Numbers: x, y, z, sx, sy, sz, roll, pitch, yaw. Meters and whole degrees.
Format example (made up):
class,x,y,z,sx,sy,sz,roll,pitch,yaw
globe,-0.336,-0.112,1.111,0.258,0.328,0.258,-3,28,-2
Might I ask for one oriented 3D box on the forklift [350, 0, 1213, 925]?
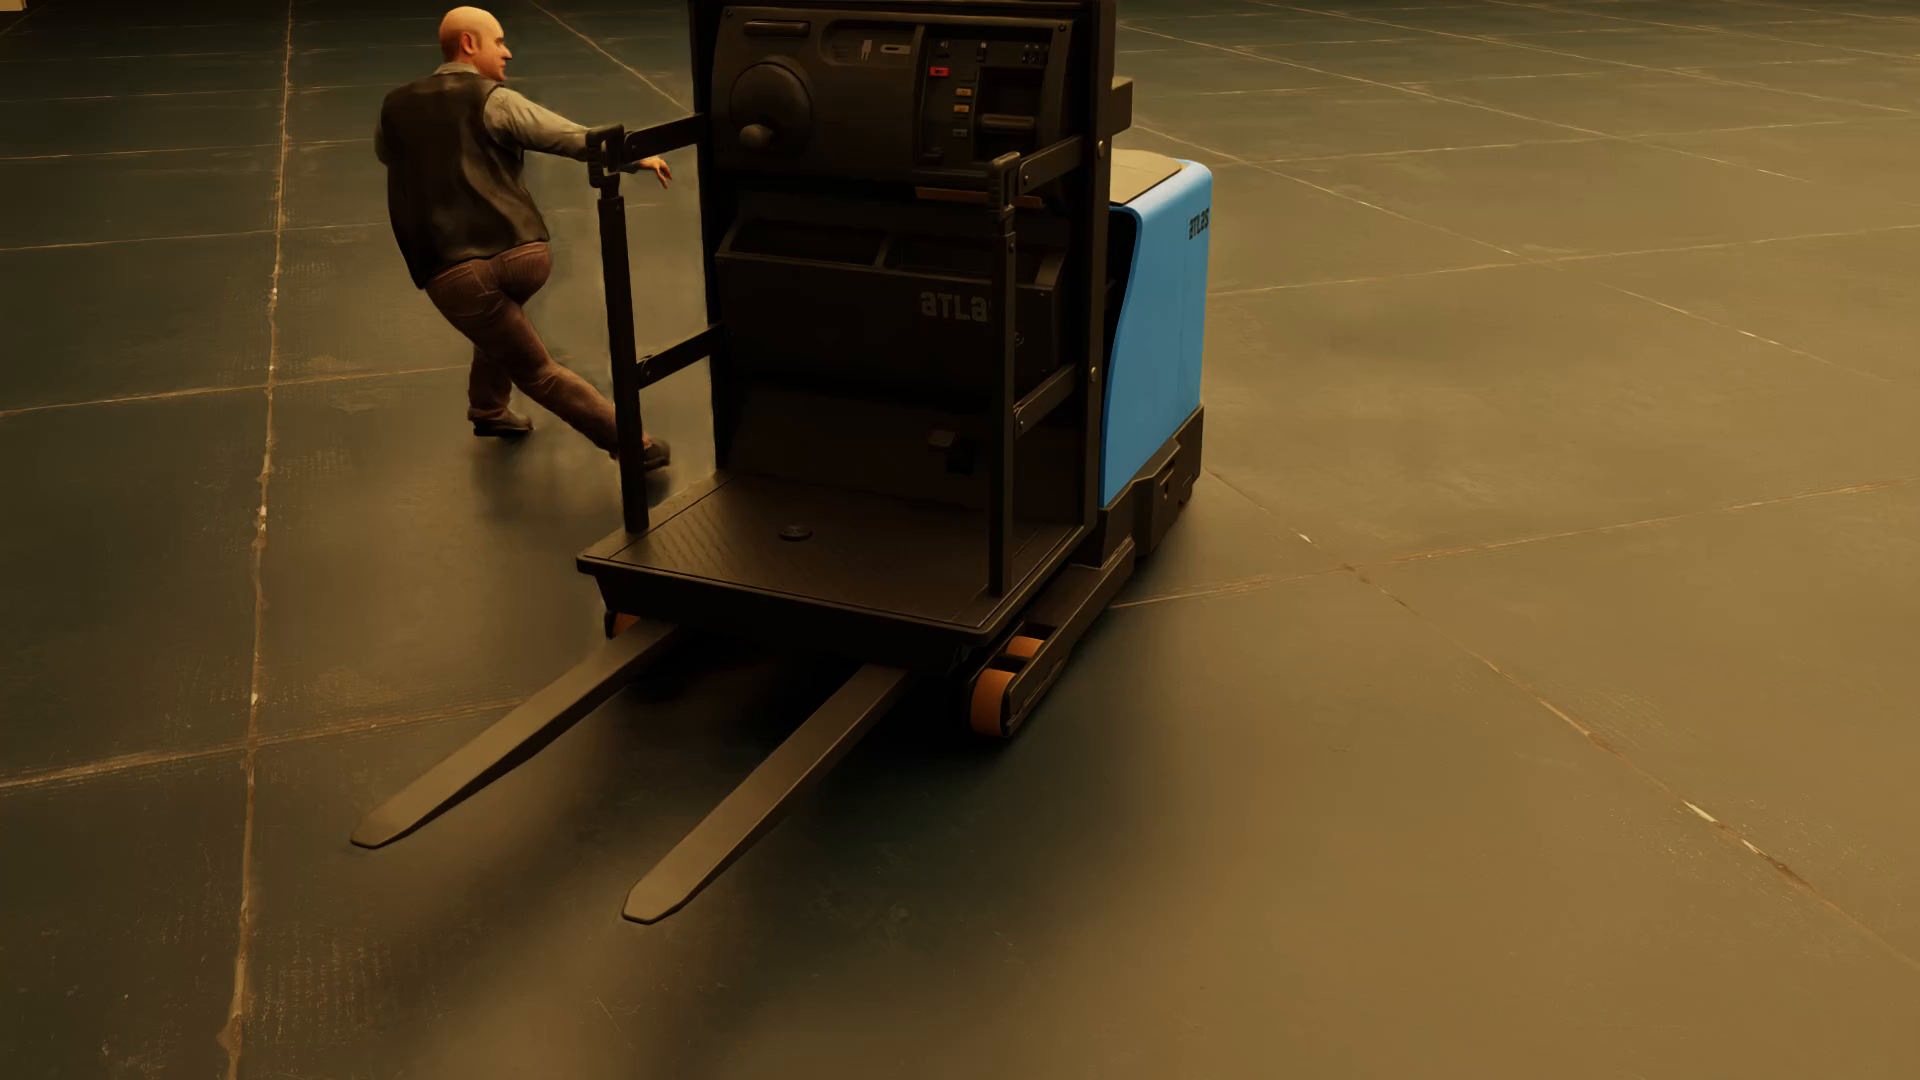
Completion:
class,x,y,z,sx,sy,sz,roll,pitch,yaw
forklift,-0.260,-1.065,3.832,1.130,2.935,3.031,9,25,21

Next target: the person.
class,x,y,z,sx,sy,sz,roll,pitch,yaw
person,-1.422,-0.990,5.521,0.943,1.495,1.003,-5,23,-13
